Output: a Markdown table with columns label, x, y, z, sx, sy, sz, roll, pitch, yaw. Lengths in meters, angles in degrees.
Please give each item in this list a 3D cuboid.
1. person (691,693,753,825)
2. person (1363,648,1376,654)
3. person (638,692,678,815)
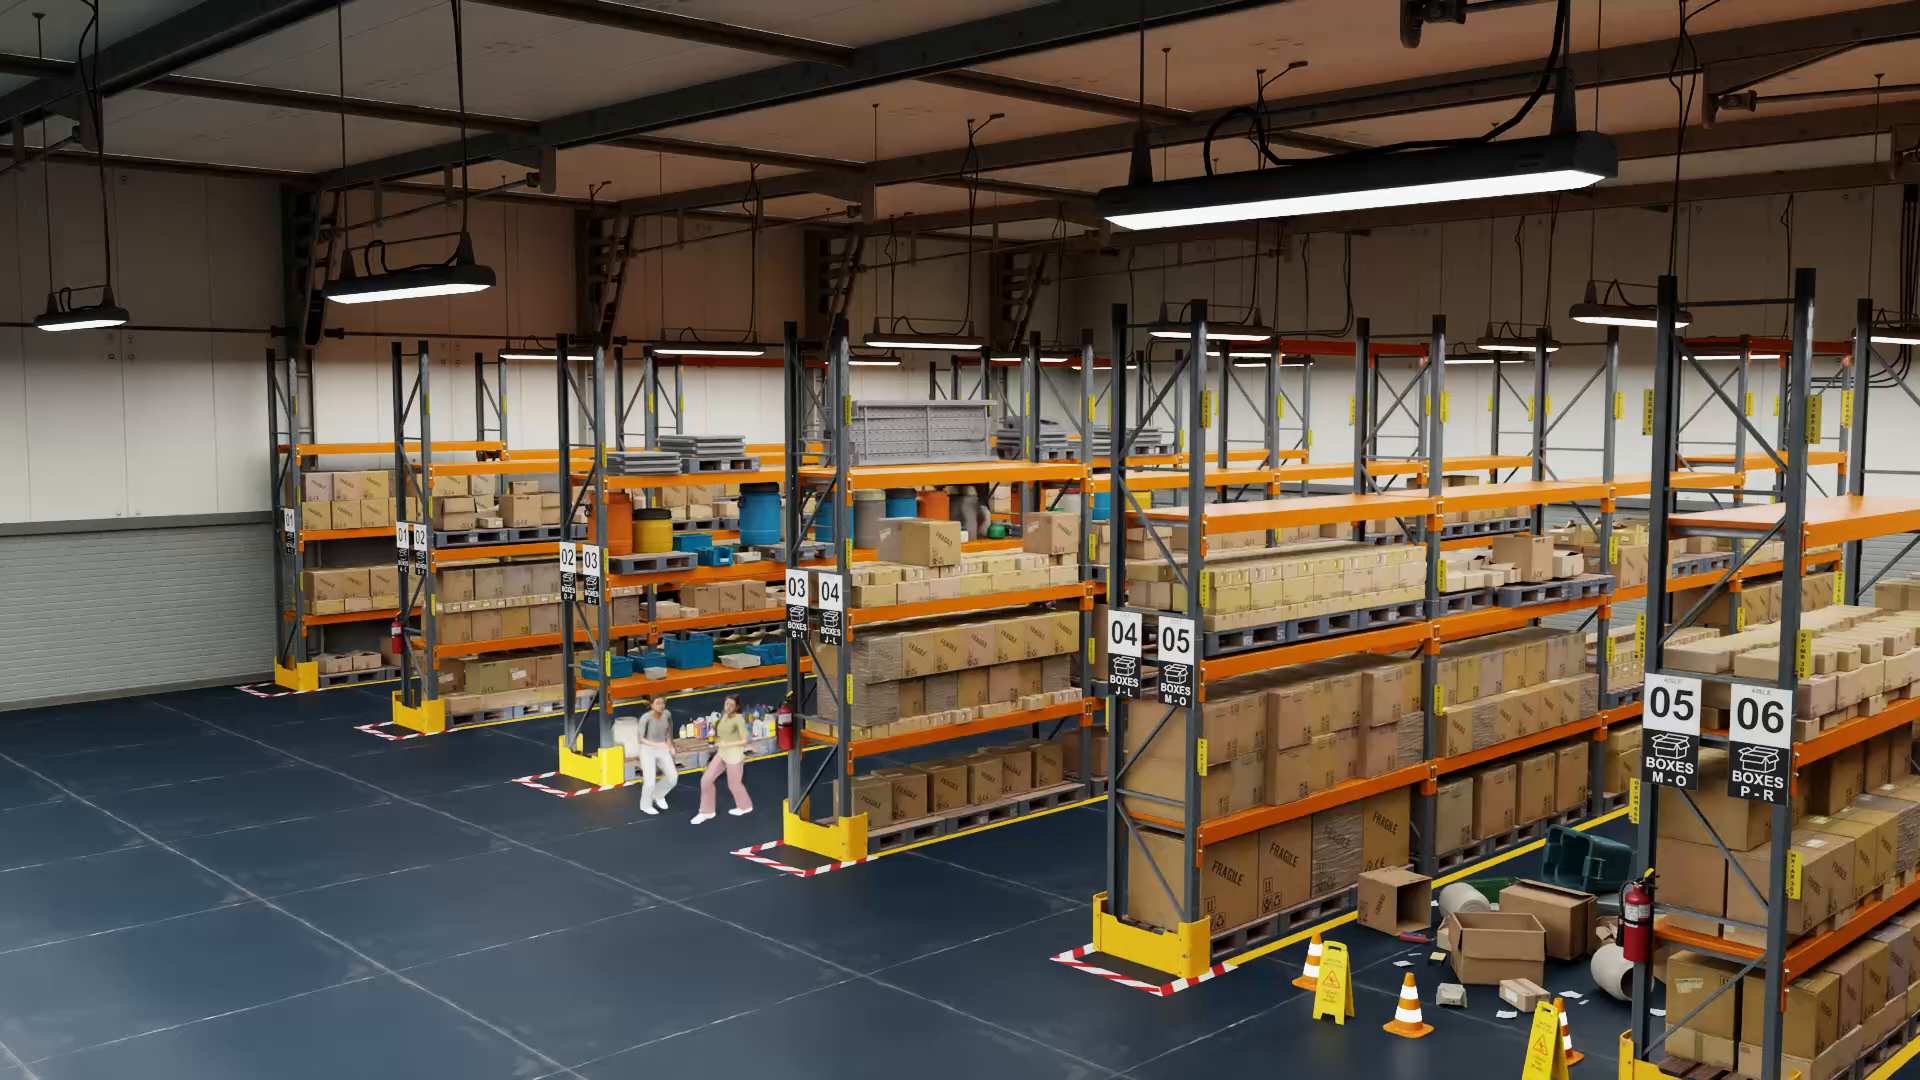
| label | x | y | z | sx | sy | sz | roll | pitch | yaw |
| --- | --- | --- | --- | --- | --- | --- | --- | --- | --- |
| person | -2.738 | 2.619 | 20.046 | 0.755 | 1.627 | 0.751 | 5 | 7 | 42 |
| person | 5.762 | 2.258 | 23.673 | 0.626 | 1.681 | 0.649 | 4 | 6 | 40 |
| person | -3.722 | 2.627 | 20.406 | 0.556 | 1.568 | 0.784 | -4 | 6 | -36 |
